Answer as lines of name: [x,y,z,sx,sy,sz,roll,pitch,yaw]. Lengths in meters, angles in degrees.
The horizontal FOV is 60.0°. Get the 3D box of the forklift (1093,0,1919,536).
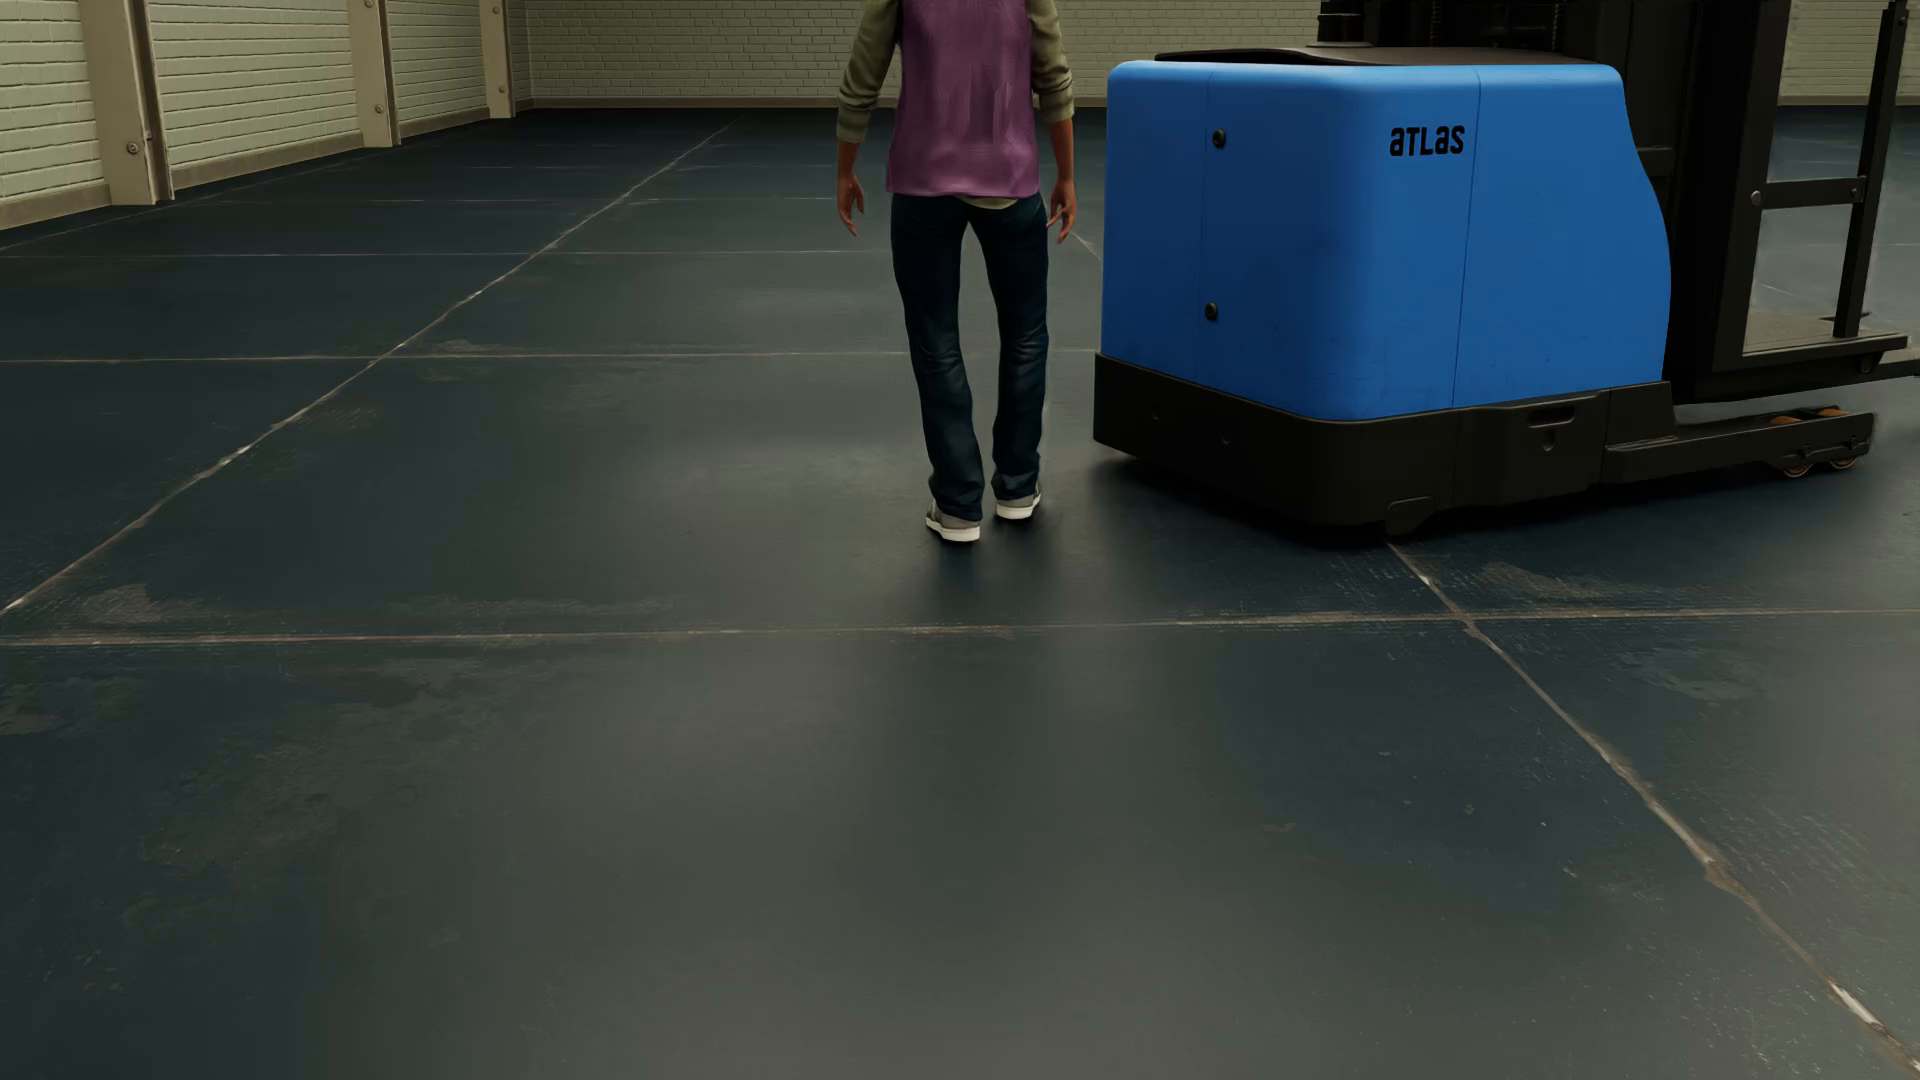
forklift: [1.916,-1.695,4.447,3.031,2.935,1.130,-9,19,-26]

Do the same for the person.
person: [-0.011,-0.801,3.825,0.542,1.589,0.476,-2,17,-6]
